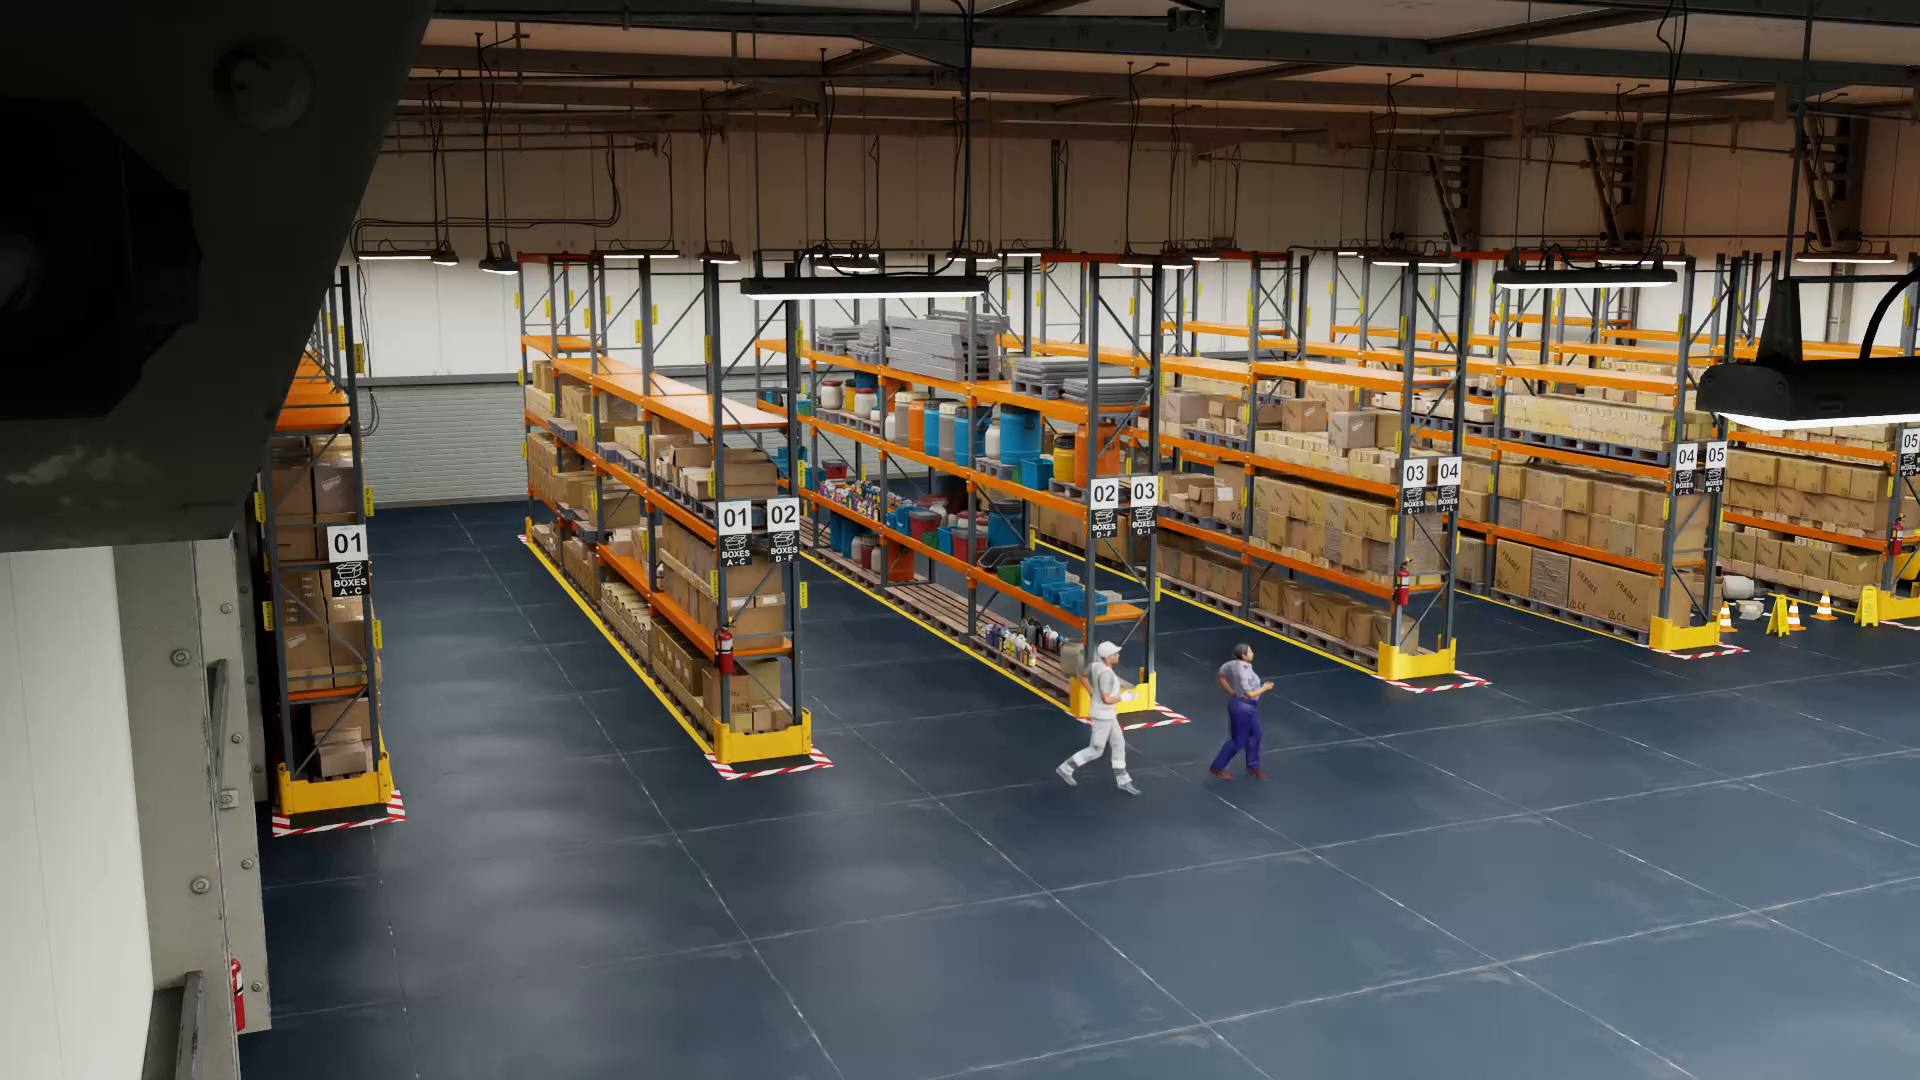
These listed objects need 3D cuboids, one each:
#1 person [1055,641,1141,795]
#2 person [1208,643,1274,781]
[{"bbox_3d":[1.589,2.043,18.950,0.993,1.820,0.661,0,10,3],"label":"person"},{"bbox_3d":[3.269,2.073,19.391,0.735,1.603,0.586,0,10,-1],"label":"person"}]
